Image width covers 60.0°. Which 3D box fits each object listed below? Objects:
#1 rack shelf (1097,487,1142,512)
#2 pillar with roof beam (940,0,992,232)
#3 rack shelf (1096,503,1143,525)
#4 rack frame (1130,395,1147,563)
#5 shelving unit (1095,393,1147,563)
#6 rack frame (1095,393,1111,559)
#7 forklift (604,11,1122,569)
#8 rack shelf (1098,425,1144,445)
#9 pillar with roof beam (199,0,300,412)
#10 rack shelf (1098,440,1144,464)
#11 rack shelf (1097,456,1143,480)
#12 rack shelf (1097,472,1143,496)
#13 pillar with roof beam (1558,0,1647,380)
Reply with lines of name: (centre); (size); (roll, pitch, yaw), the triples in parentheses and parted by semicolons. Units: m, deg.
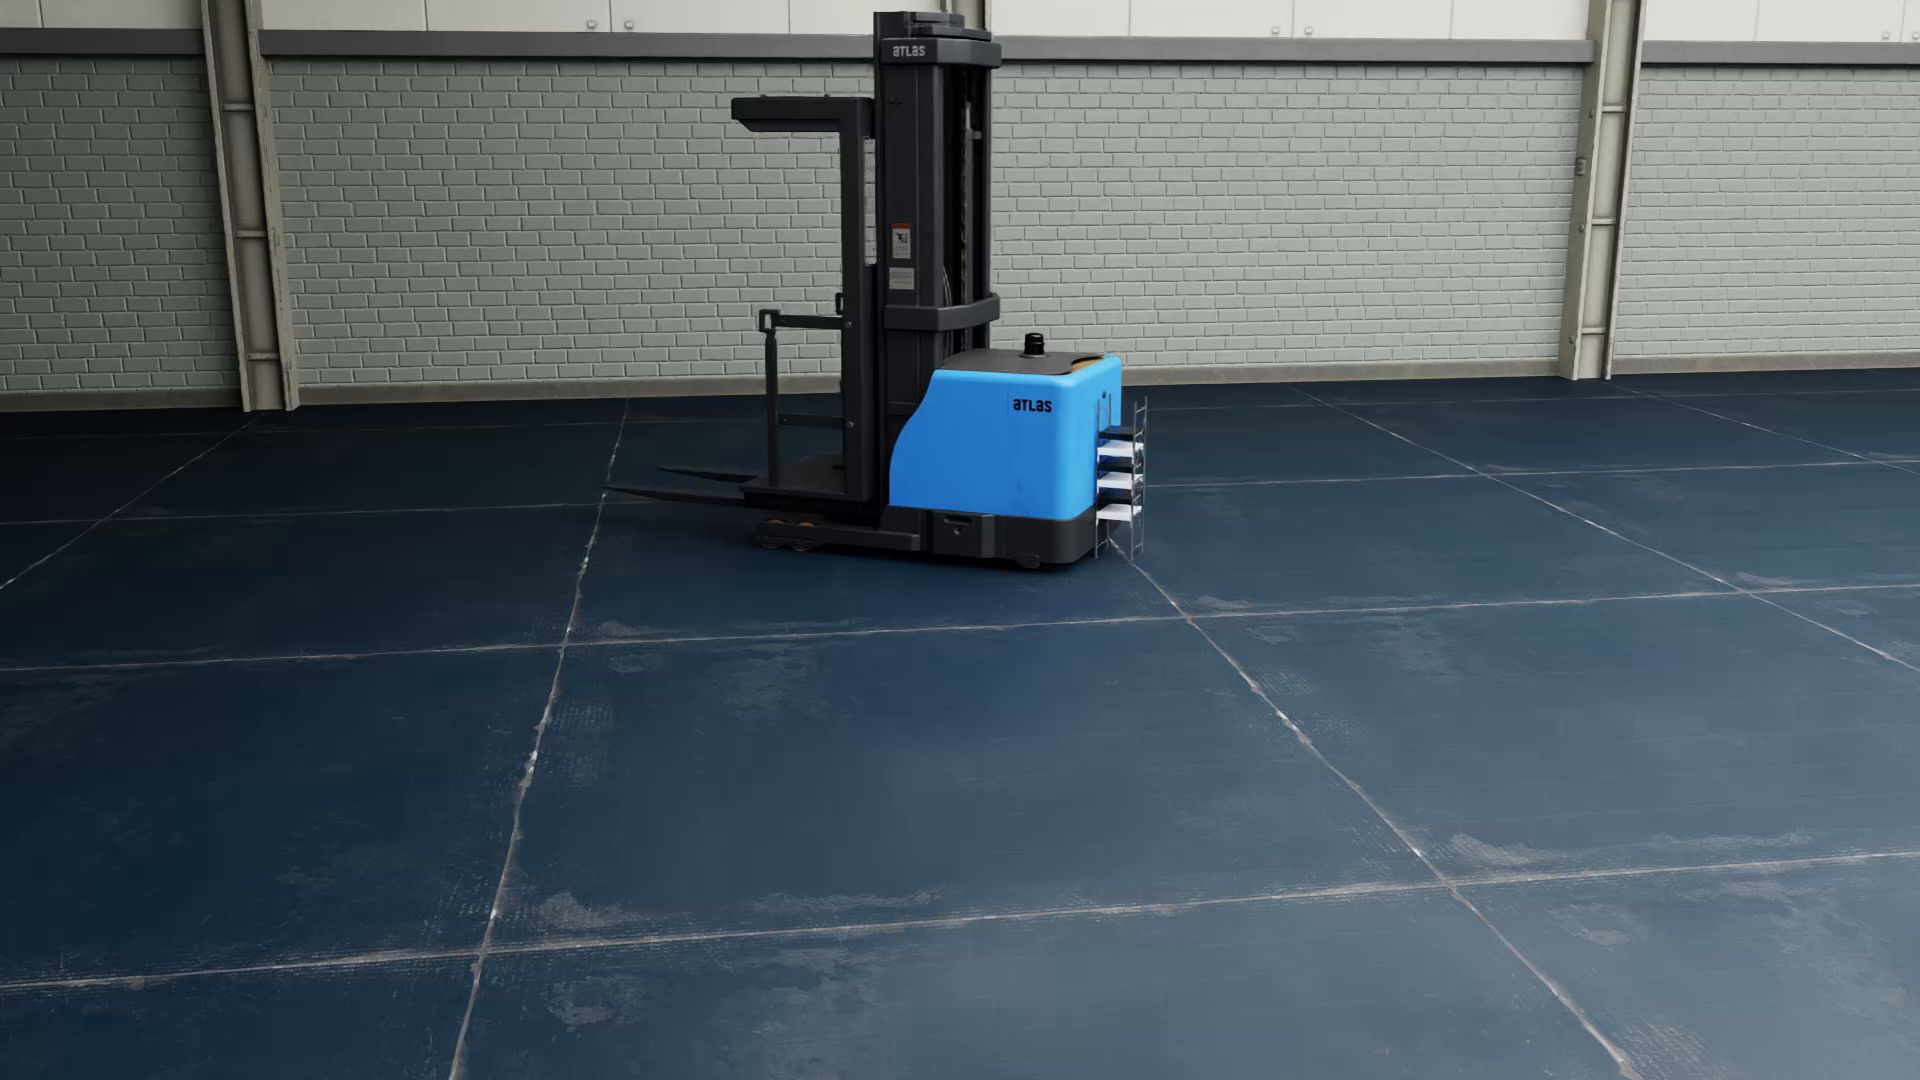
rack shelf: (0.895, -0.227, 9.284); (0.200, 0.077, 0.258); (5, 15, 21)
pillar with roof beam: (0.690, -4.675, 9.864); (0.400, 9.000, 9.100); (-2, 14, -8)
rack shelf: (0.895, -0.140, 9.305); (0.200, 0.077, 0.258); (5, 15, 21)
rack frame: (0.990, -0.338, 9.218); (0.006, 0.900, 0.240); (5, 15, 21)
shelving unit: (0.895, -0.346, 9.254); (0.210, 0.900, 0.258); (5, 15, 21)
rack frame: (0.800, -0.355, 9.289); (0.006, 0.900, 0.240); (5, 15, 21)
forklift: (-0.628, -1.468, 9.551); (3.031, 2.935, 1.130); (5, 15, 21)
rack shelf: (0.895, -0.576, 9.196); (0.200, 0.077, 0.258); (5, 15, 21)
pillar with roof beam: (-5.243, -4.458, 8.997); (0.400, 9.000, 9.100); (-2, 14, -8)
rack shelf: (0.895, -0.489, 9.218); (0.200, 0.077, 0.258); (5, 15, 21)
rack shelf: (0.895, -0.401, 9.240); (0.200, 0.077, 0.258); (5, 15, 21)
rack shelf: (0.895, -0.314, 9.262); (0.200, 0.077, 0.258); (5, 15, 21)
pillar with roof beam: (6.623, -4.892, 10.731); (0.400, 9.000, 9.100); (-2, 14, -8)
